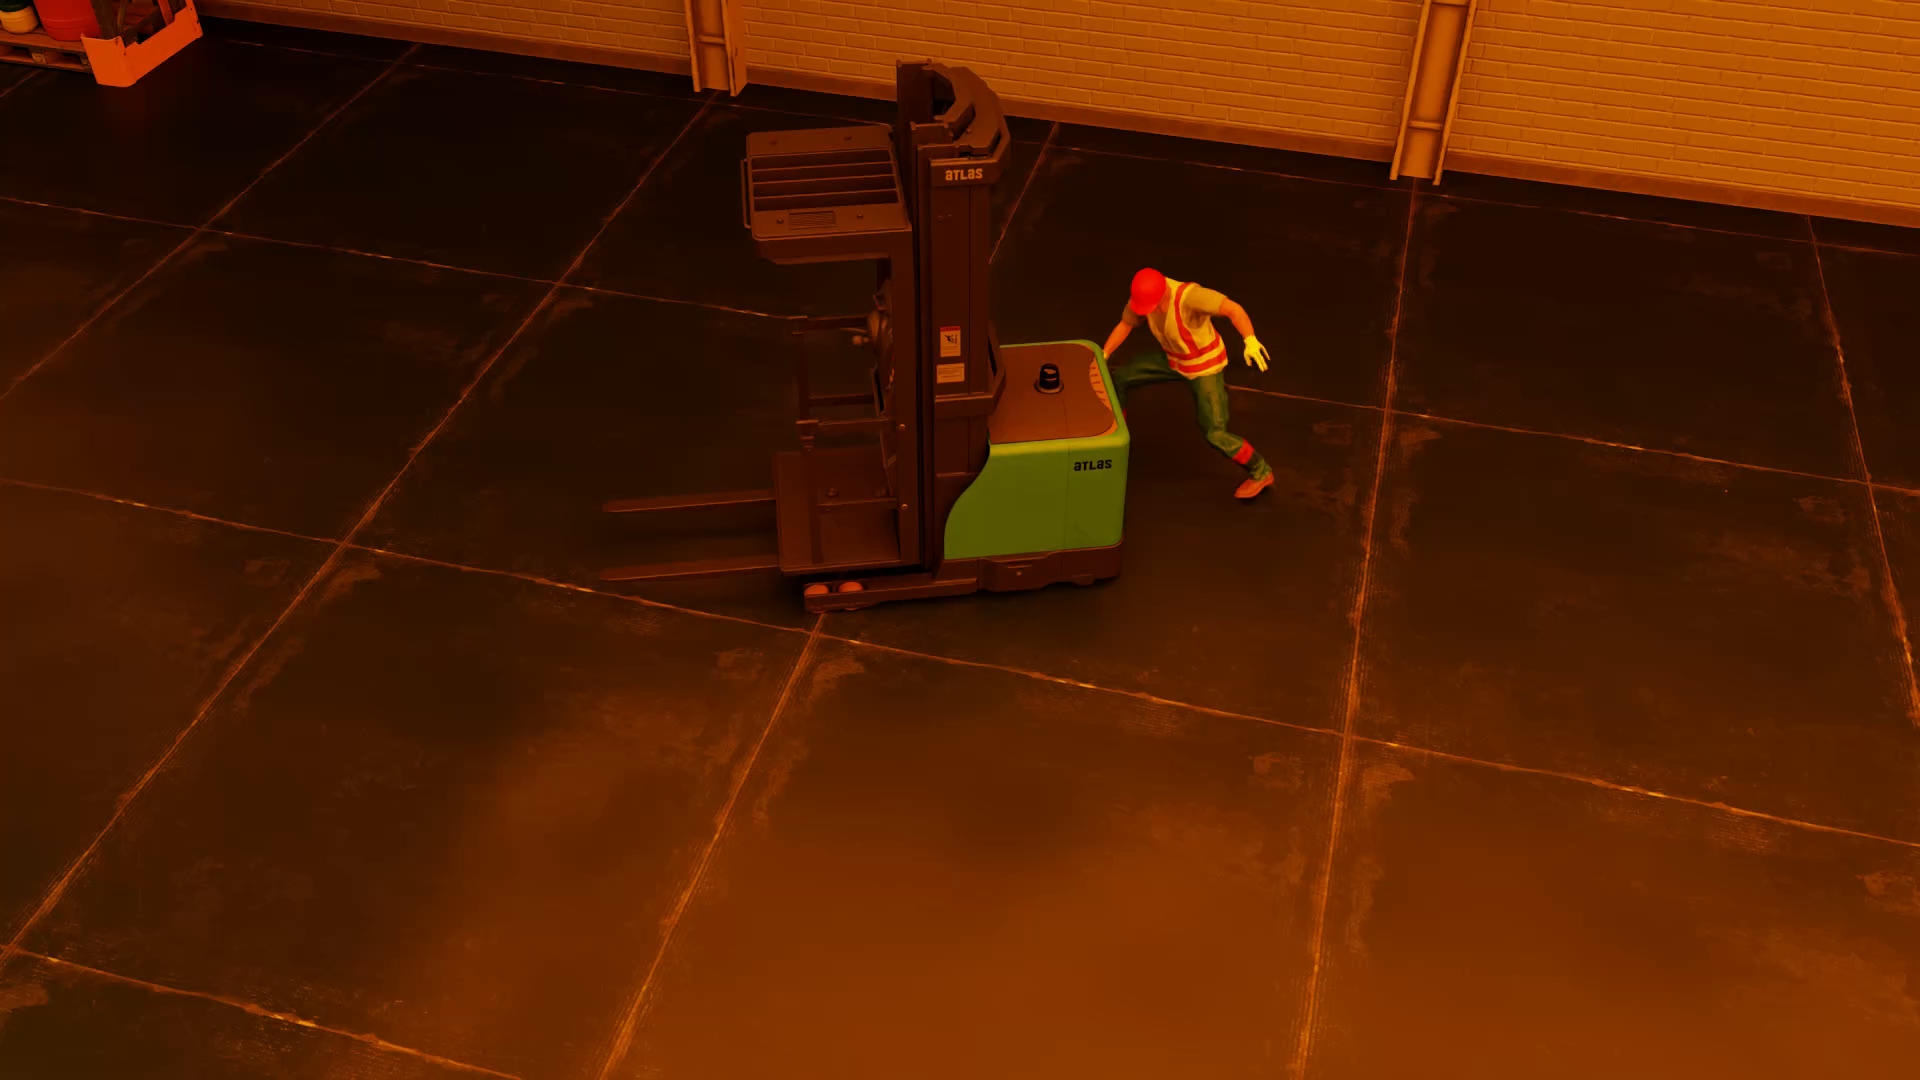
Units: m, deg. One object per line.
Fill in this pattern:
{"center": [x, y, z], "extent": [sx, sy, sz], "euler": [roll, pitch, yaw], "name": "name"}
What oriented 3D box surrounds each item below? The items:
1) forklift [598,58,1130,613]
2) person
{"center": [-0.604, -1.052, 9.062], "extent": [3.031, 2.935, 1.130], "euler": [-5, 41, -5], "name": "forklift"}
{"center": [1.330, -1.005, 10.136], "extent": [0.733, 1.476, 1.260], "euler": [-27, 48, -27], "name": "person"}
